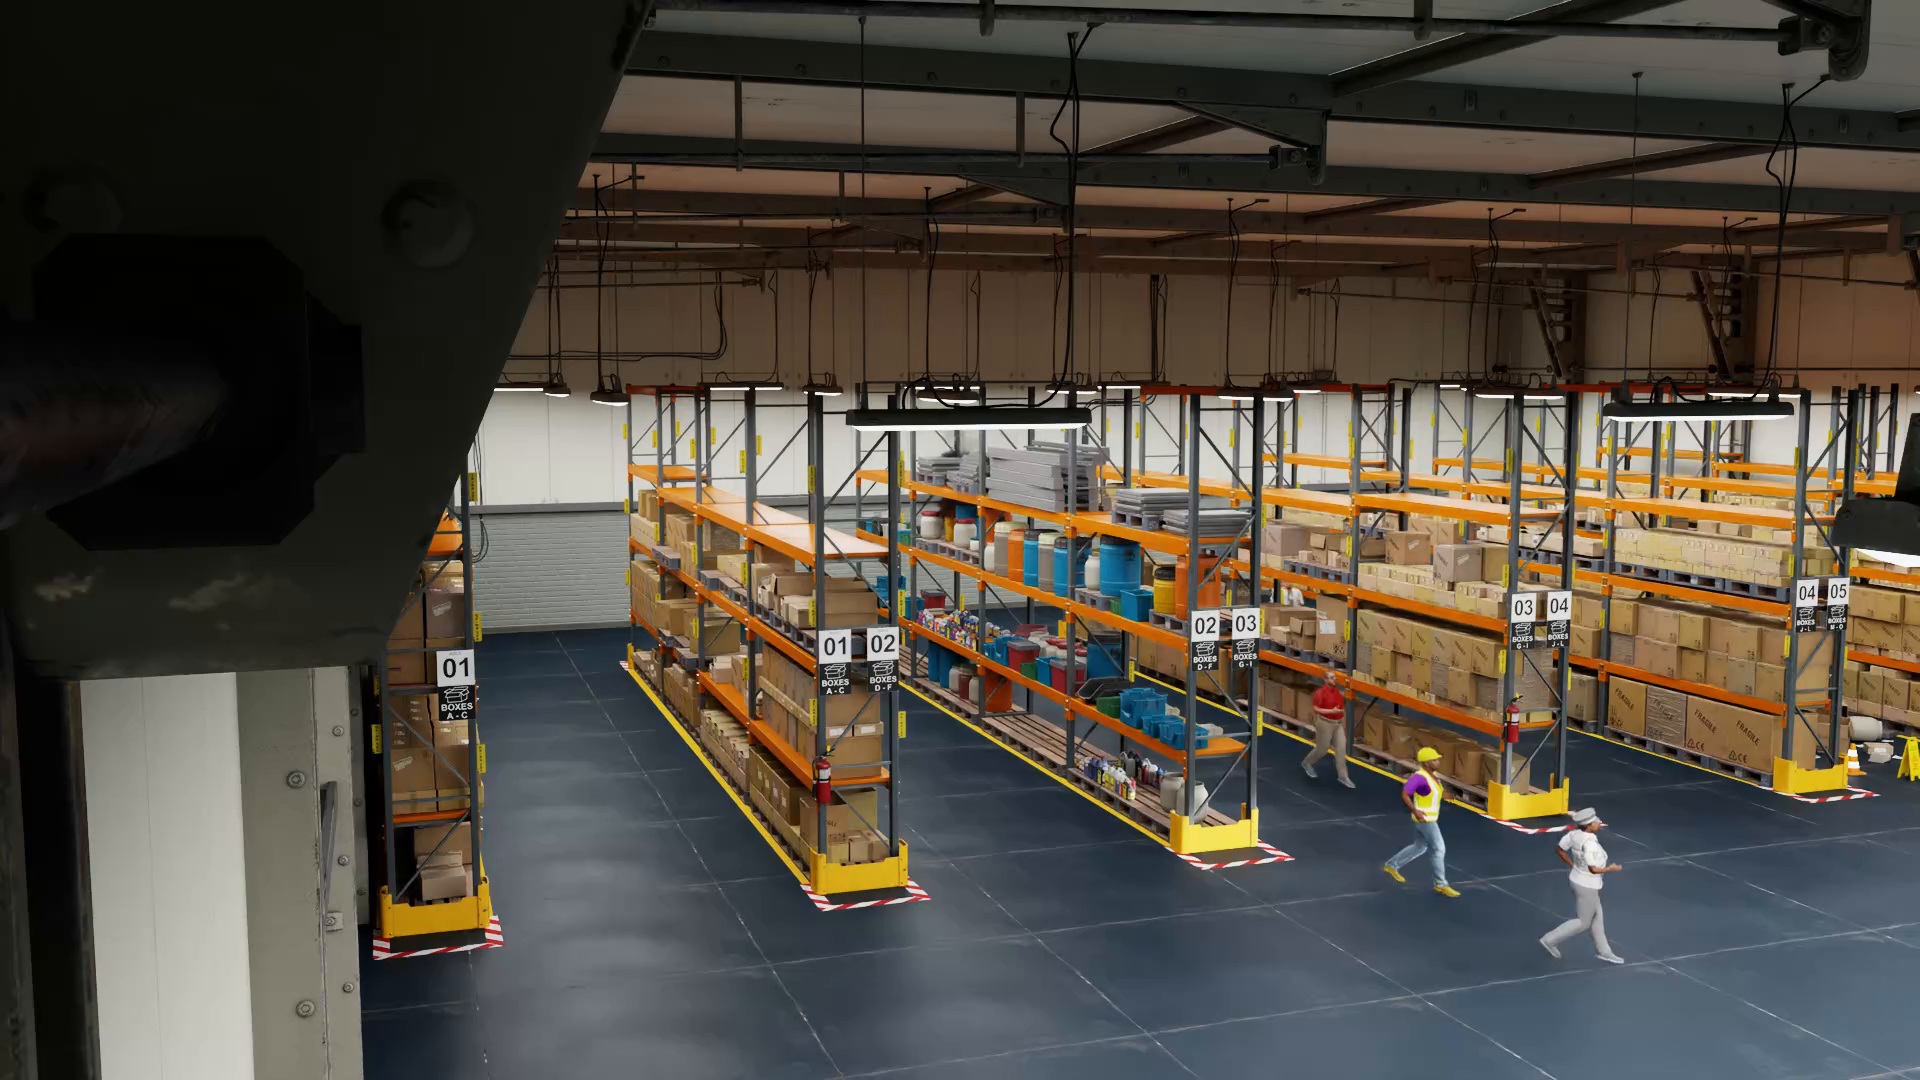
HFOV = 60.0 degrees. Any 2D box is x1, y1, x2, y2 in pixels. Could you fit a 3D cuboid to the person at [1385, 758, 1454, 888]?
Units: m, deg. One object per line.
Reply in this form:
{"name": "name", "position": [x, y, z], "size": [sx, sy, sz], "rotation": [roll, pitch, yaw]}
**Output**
{"name": "person", "position": [5.558, 3.345, 20.117], "size": [0.775, 1.649, 0.681], "rotation": [2, 6, 19]}

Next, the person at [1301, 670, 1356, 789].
{"name": "person", "position": [5.612, 2.845, 25.289], "size": [0.659, 1.738, 0.967], "rotation": [-4, 7, -34]}

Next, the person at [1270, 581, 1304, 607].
{"name": "person", "position": [7.159, 1.706, 36.215], "size": [0.679, 1.817, 0.974], "rotation": [-1, 6, -14]}

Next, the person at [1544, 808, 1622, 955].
{"name": "person", "position": [6.572, 3.614, 17.572], "size": [0.770, 1.605, 0.579], "rotation": [0, 6, 2]}
